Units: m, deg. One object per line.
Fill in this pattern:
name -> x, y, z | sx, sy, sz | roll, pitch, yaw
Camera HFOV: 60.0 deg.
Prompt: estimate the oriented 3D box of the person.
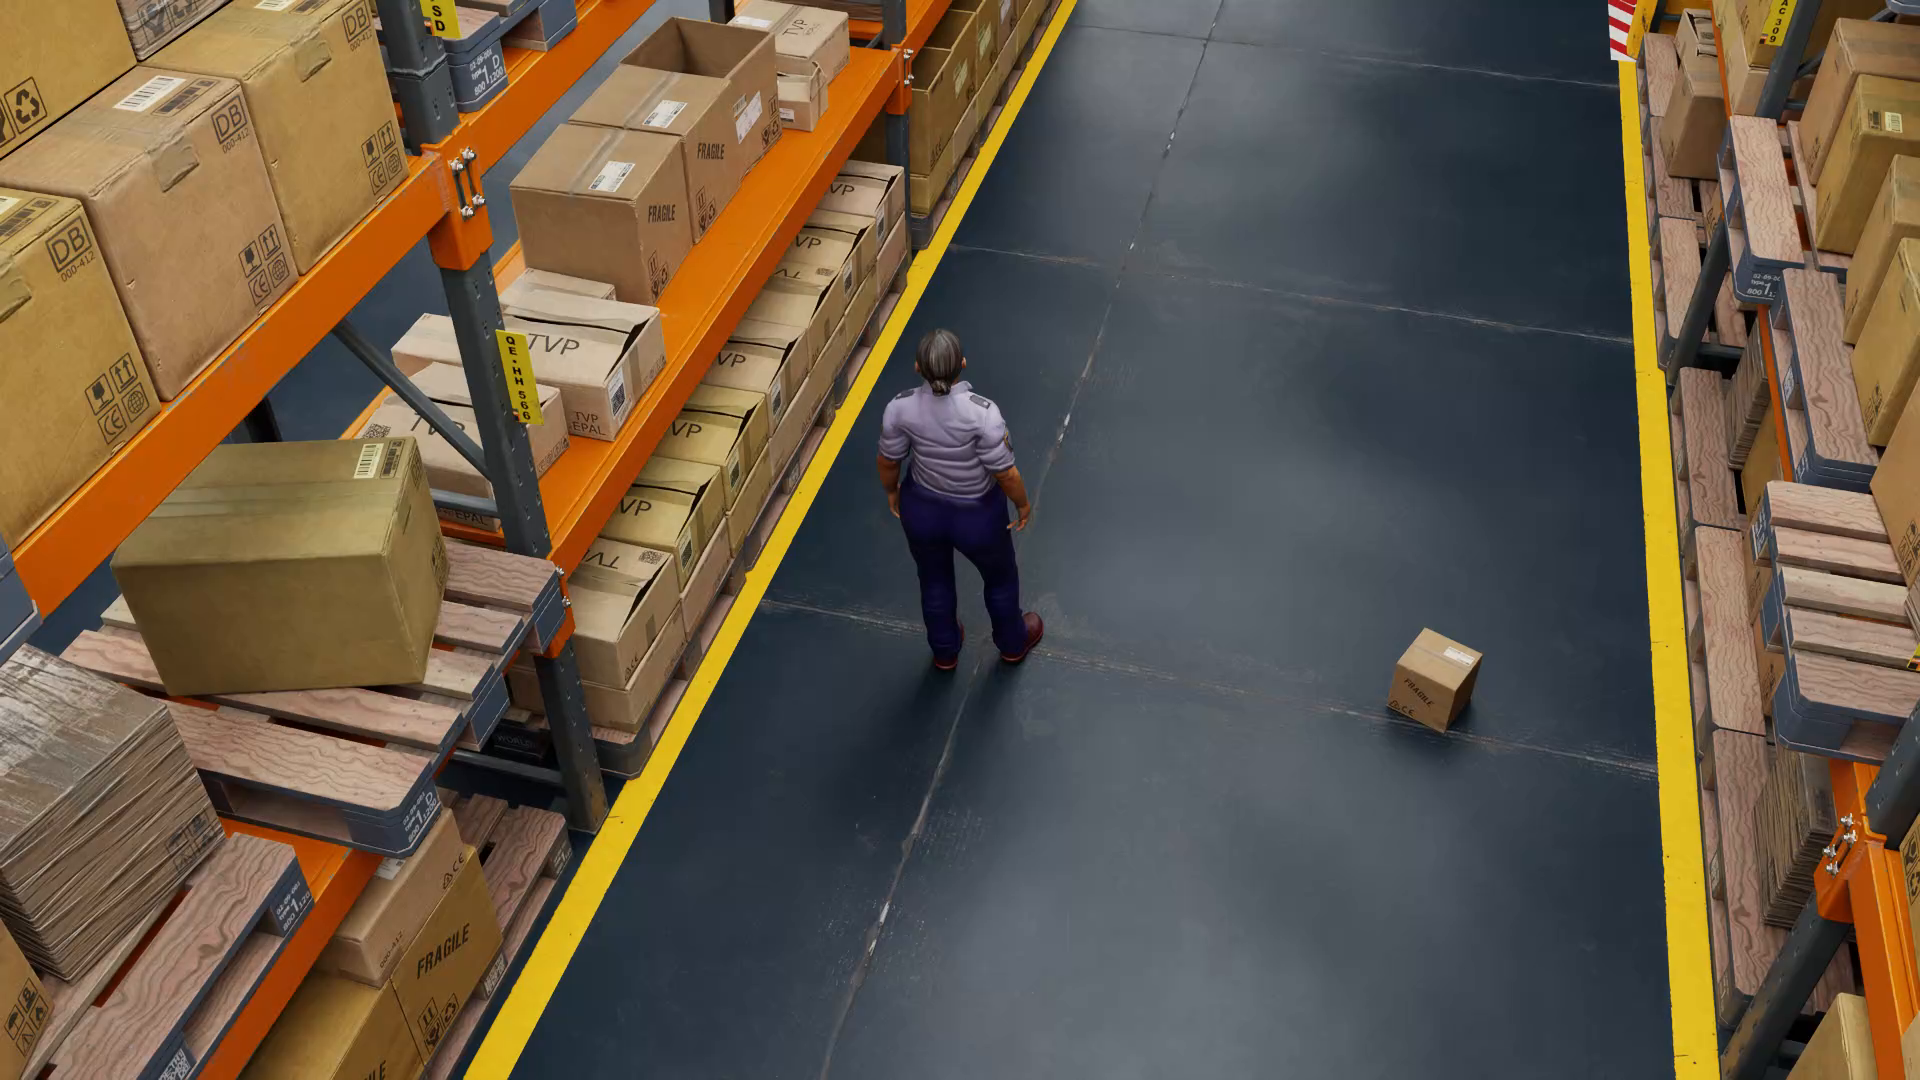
person -> 0.055, 0.062, 6.552 | 0.524, 1.034, 0.478 | 10, 42, 11
